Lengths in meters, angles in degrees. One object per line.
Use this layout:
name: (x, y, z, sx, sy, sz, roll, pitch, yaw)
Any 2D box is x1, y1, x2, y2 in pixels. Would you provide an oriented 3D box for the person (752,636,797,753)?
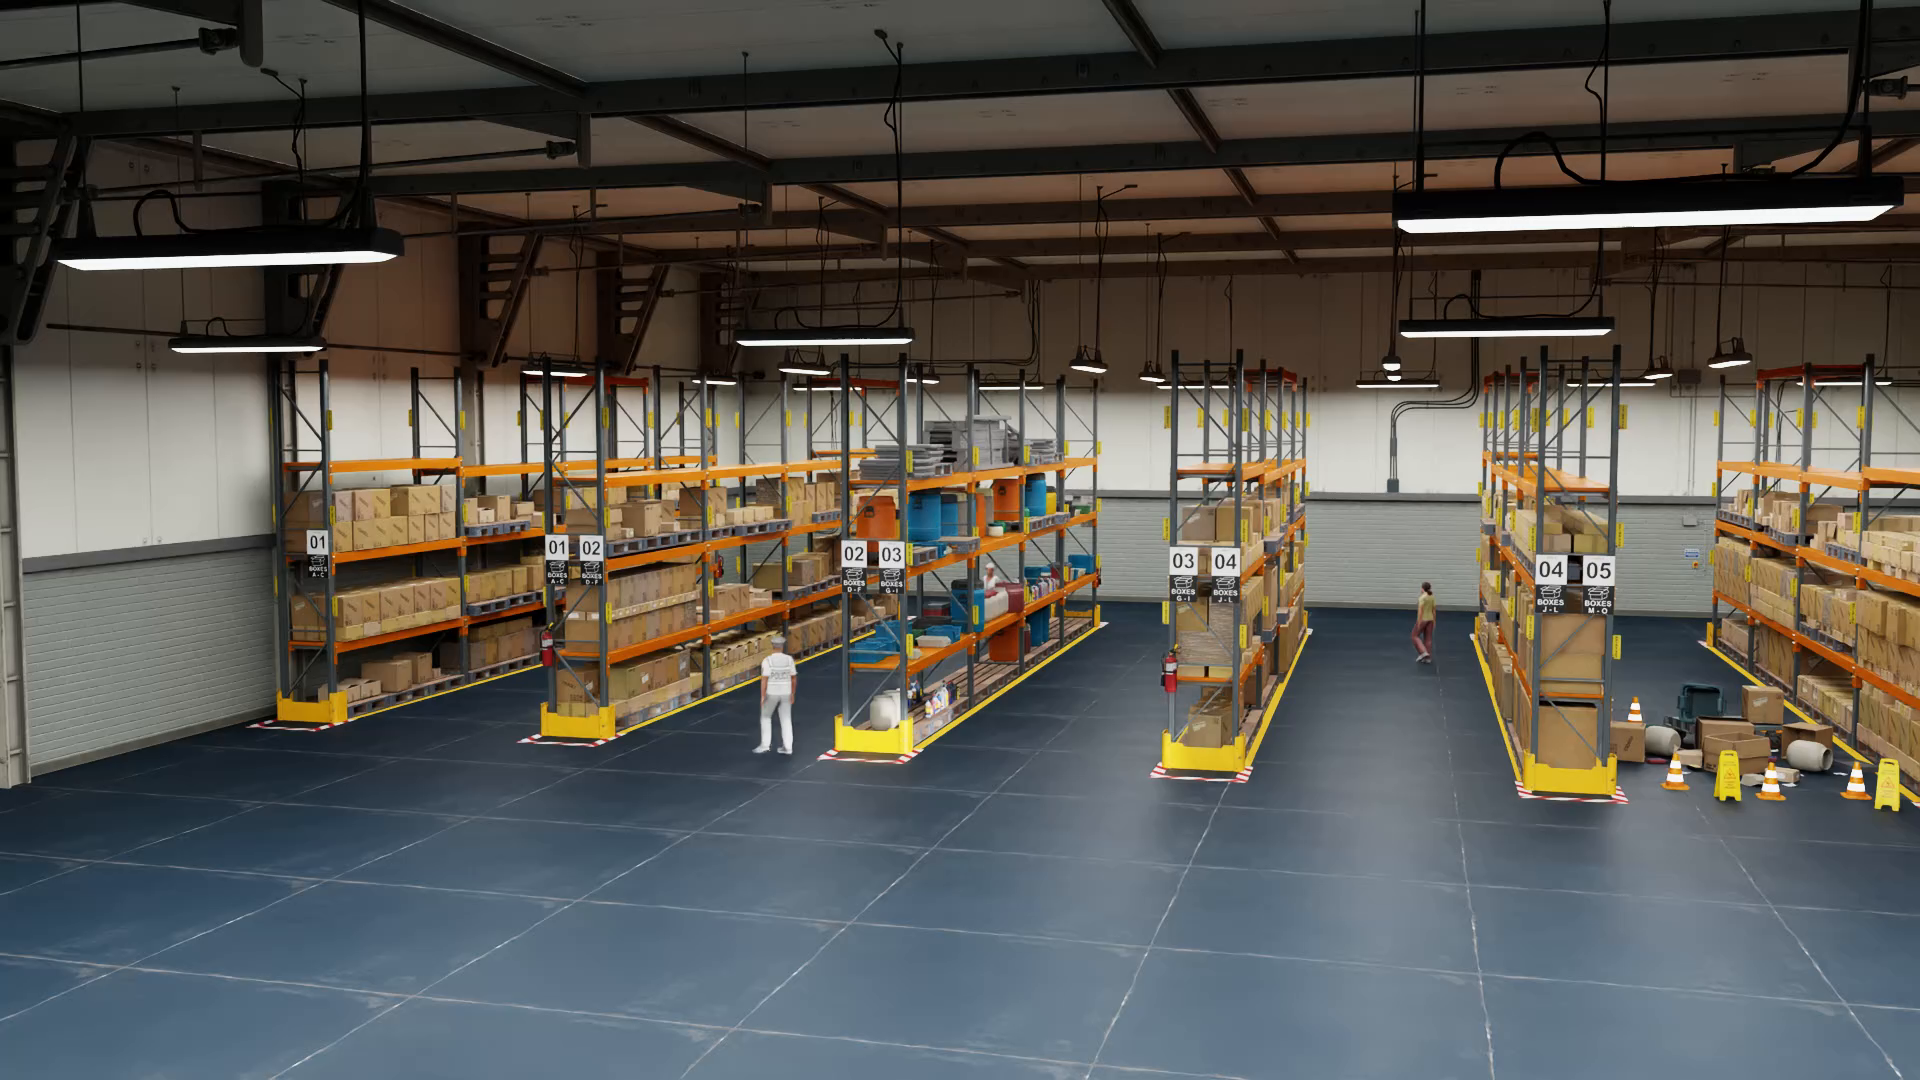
person: (-2.750, 2.354, 25.025, 0.624, 1.794, 0.694, -2, 5, -26)

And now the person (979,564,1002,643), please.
person: (0.622, 1.406, 37.530, 0.535, 1.749, 0.951, 4, 6, 42)

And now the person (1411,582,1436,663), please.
person: (9.616, 1.700, 34.315, 0.487, 1.670, 0.461, -2, 5, -26)
